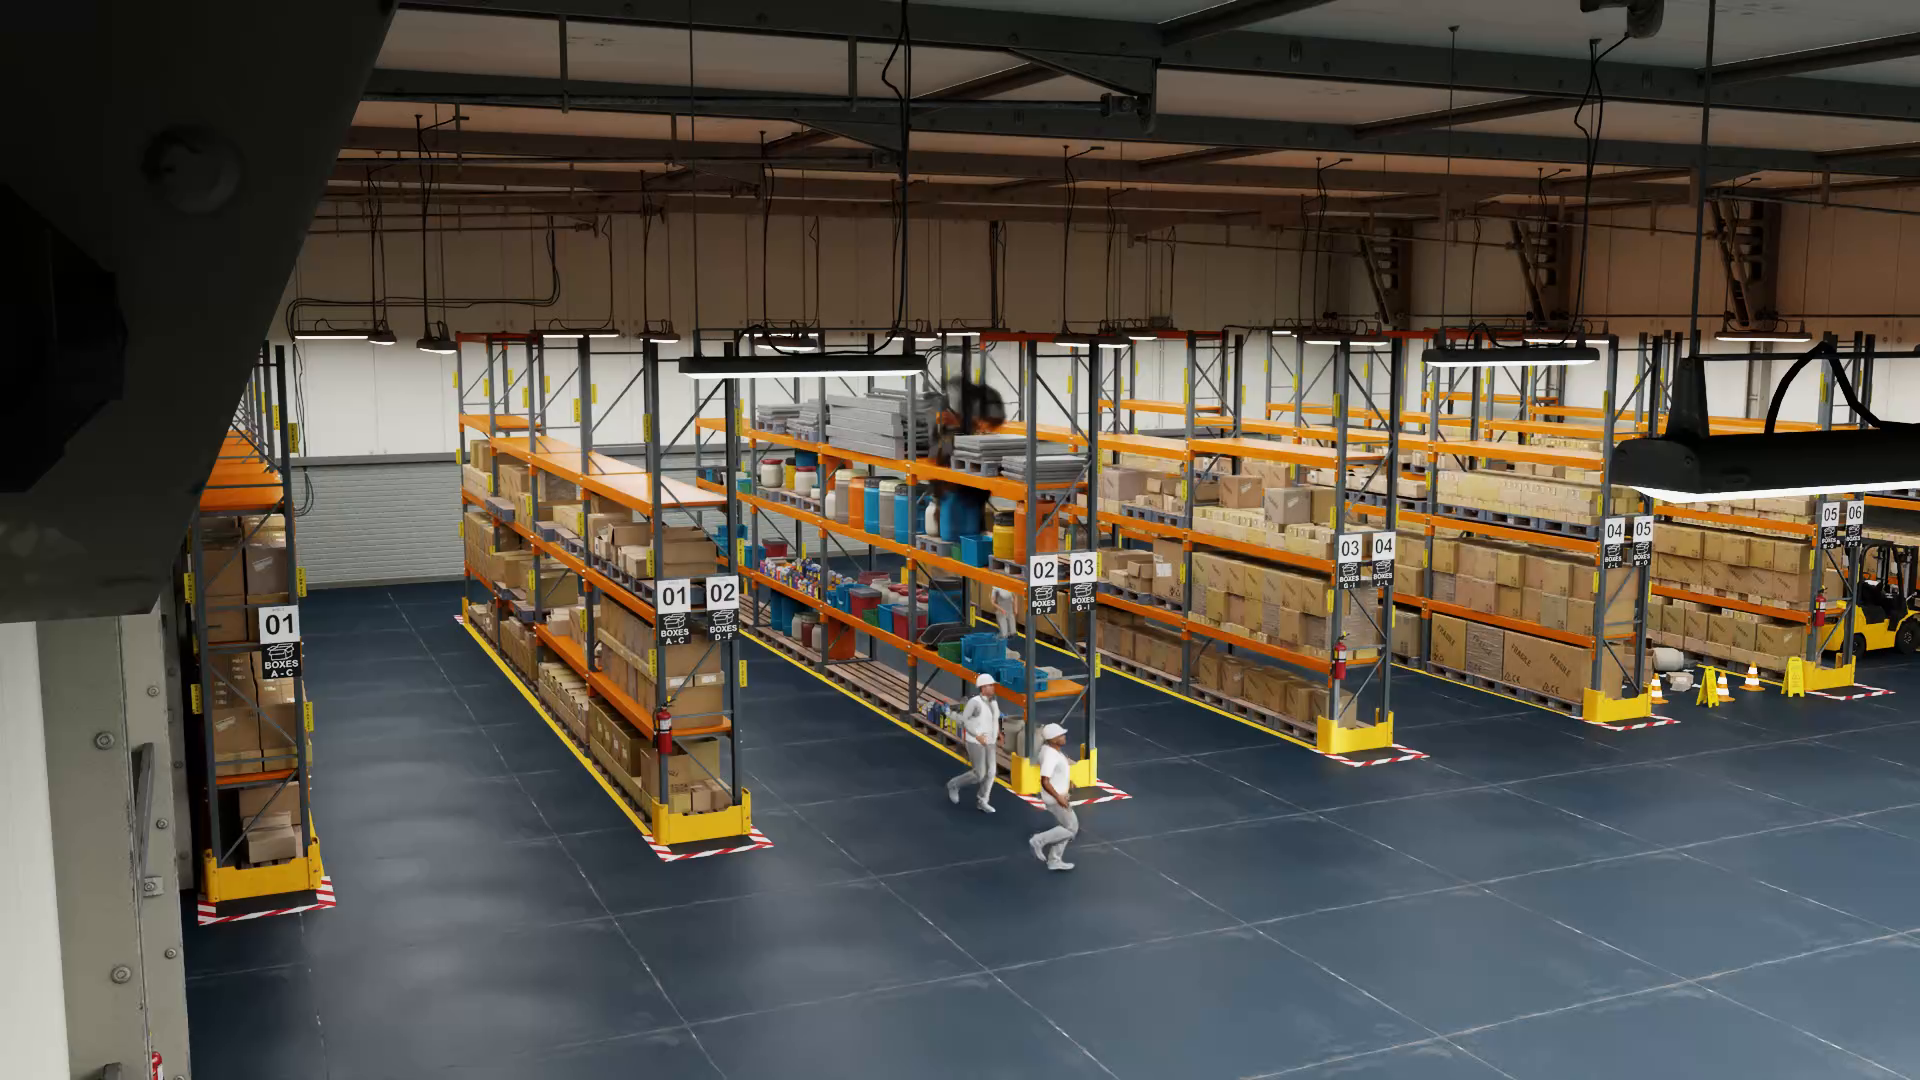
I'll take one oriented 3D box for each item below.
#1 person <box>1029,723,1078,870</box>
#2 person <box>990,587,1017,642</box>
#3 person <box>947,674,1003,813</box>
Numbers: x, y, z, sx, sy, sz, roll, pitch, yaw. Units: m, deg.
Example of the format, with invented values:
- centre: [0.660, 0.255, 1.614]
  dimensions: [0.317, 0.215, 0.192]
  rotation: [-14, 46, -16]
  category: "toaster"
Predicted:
- centre: [1.071, 2.935, 19.014]
  dimensions: [0.578, 1.711, 0.718]
  rotation: [0, 8, -2]
  category: "person"
- centre: [0.827, 1.385, 30.872]
  dimensions: [0.596, 1.610, 0.588]
  rotation: [-4, 9, -27]
  category: "person"
- centre: [0.245, 2.557, 21.520]
  dimensions: [0.627, 1.684, 0.697]
  rotation: [6, 10, 38]
  category: "person"
